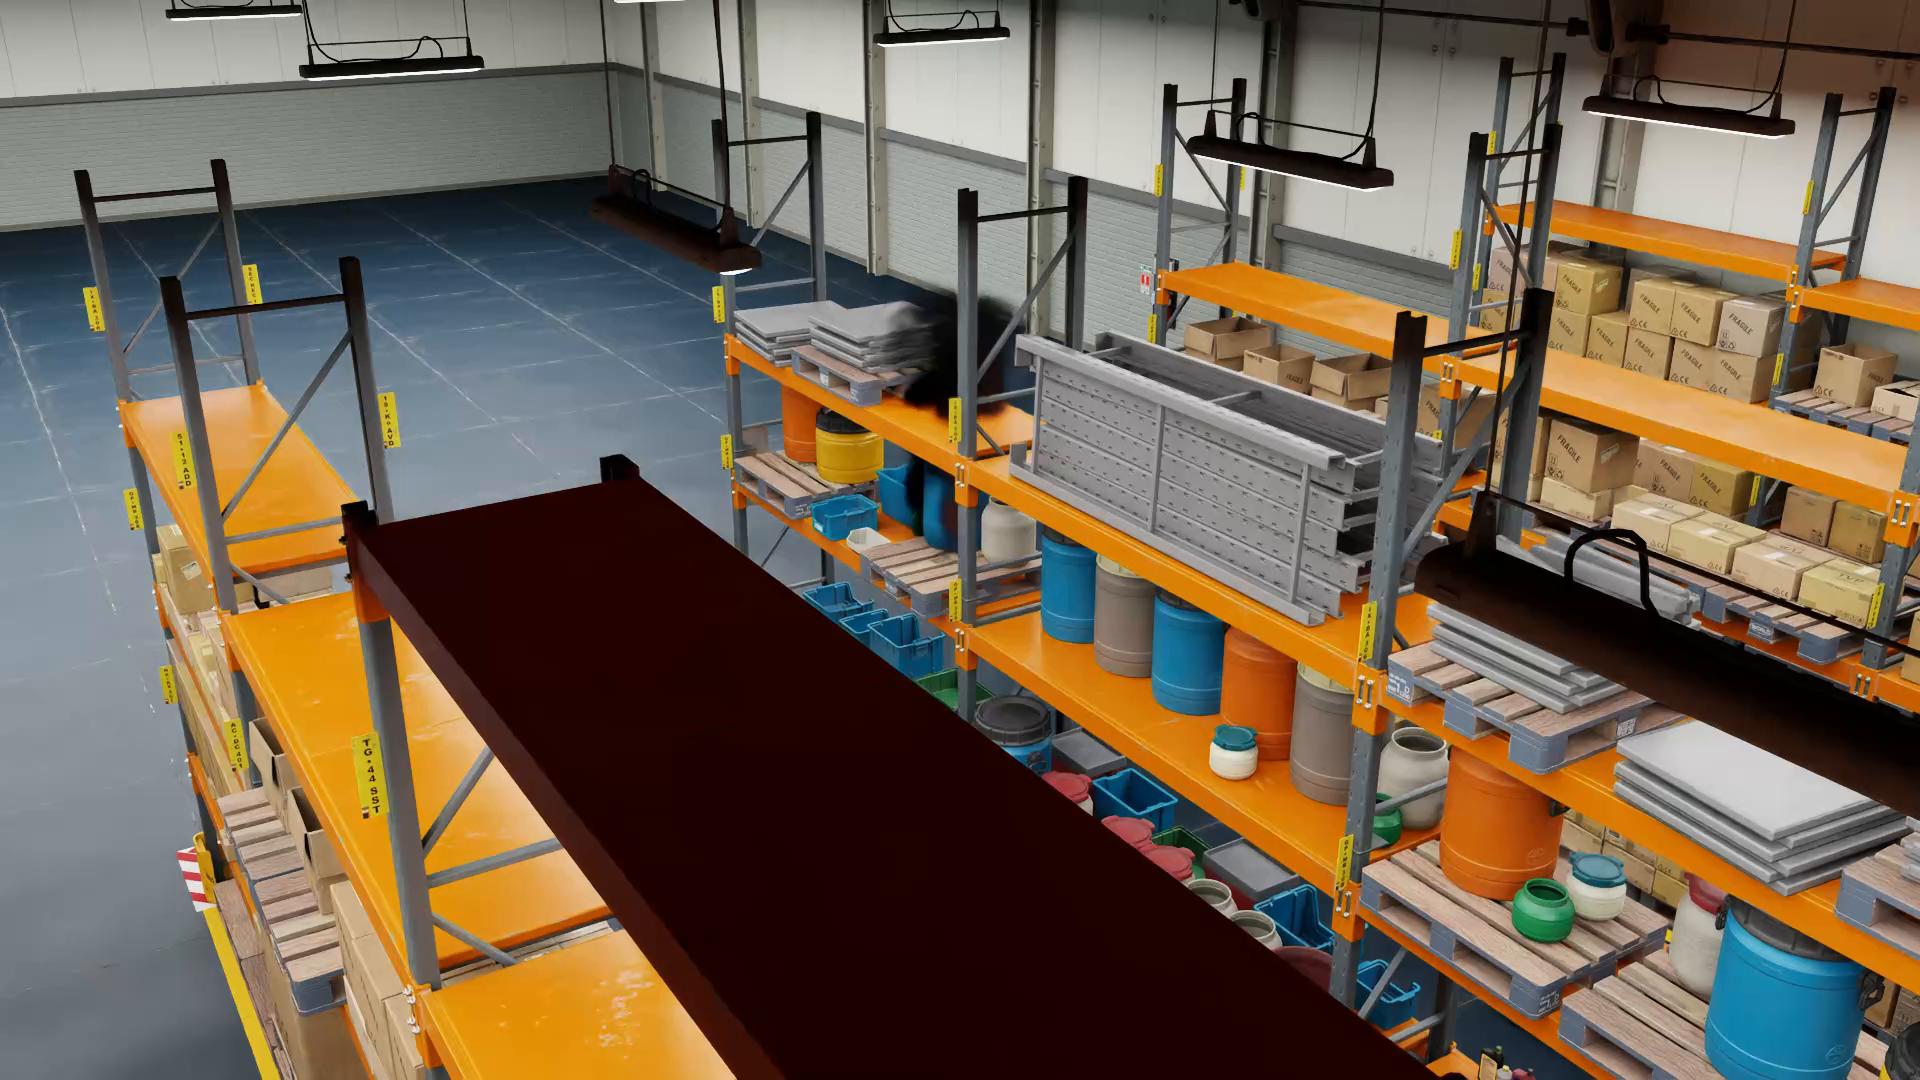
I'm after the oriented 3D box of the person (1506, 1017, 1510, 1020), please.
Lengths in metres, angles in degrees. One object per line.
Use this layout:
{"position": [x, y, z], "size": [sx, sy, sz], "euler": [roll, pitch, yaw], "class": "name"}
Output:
{"position": [4.032, 2.775, 12.313], "size": [0.516, 1.684, 0.798], "euler": [-19, 28, -39], "class": "person"}
